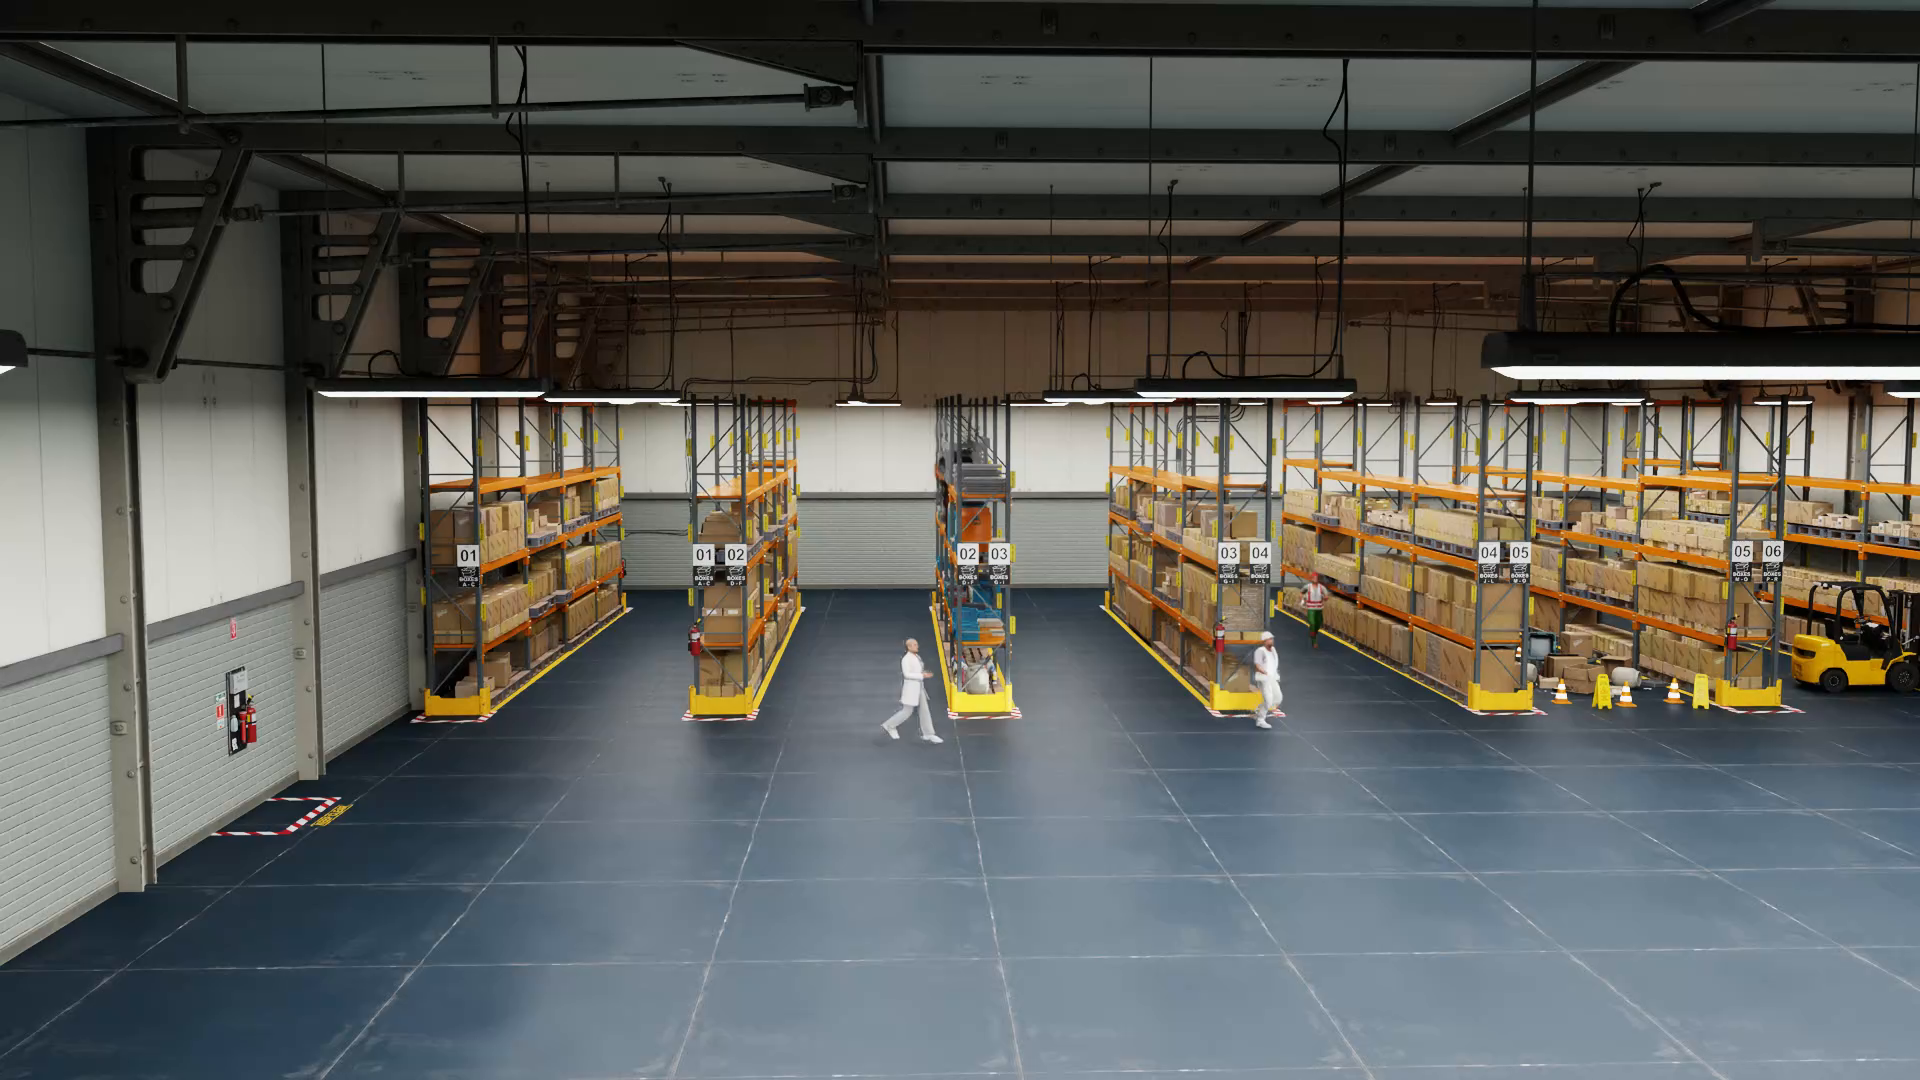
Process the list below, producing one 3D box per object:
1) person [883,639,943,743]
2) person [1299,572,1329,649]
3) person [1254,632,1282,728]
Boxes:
[{"bbox_3d":[-0.812,2.568,28.442,1.070,1.773,0.707,2,5,20],"label":"person"},{"bbox_3d":[8.503,1.662,39.861,0.659,1.774,1.002,0,5,-3],"label":"person"},{"bbox_3d":[5.524,2.502,29.837,0.613,1.731,0.716,4,6,39],"label":"person"}]
